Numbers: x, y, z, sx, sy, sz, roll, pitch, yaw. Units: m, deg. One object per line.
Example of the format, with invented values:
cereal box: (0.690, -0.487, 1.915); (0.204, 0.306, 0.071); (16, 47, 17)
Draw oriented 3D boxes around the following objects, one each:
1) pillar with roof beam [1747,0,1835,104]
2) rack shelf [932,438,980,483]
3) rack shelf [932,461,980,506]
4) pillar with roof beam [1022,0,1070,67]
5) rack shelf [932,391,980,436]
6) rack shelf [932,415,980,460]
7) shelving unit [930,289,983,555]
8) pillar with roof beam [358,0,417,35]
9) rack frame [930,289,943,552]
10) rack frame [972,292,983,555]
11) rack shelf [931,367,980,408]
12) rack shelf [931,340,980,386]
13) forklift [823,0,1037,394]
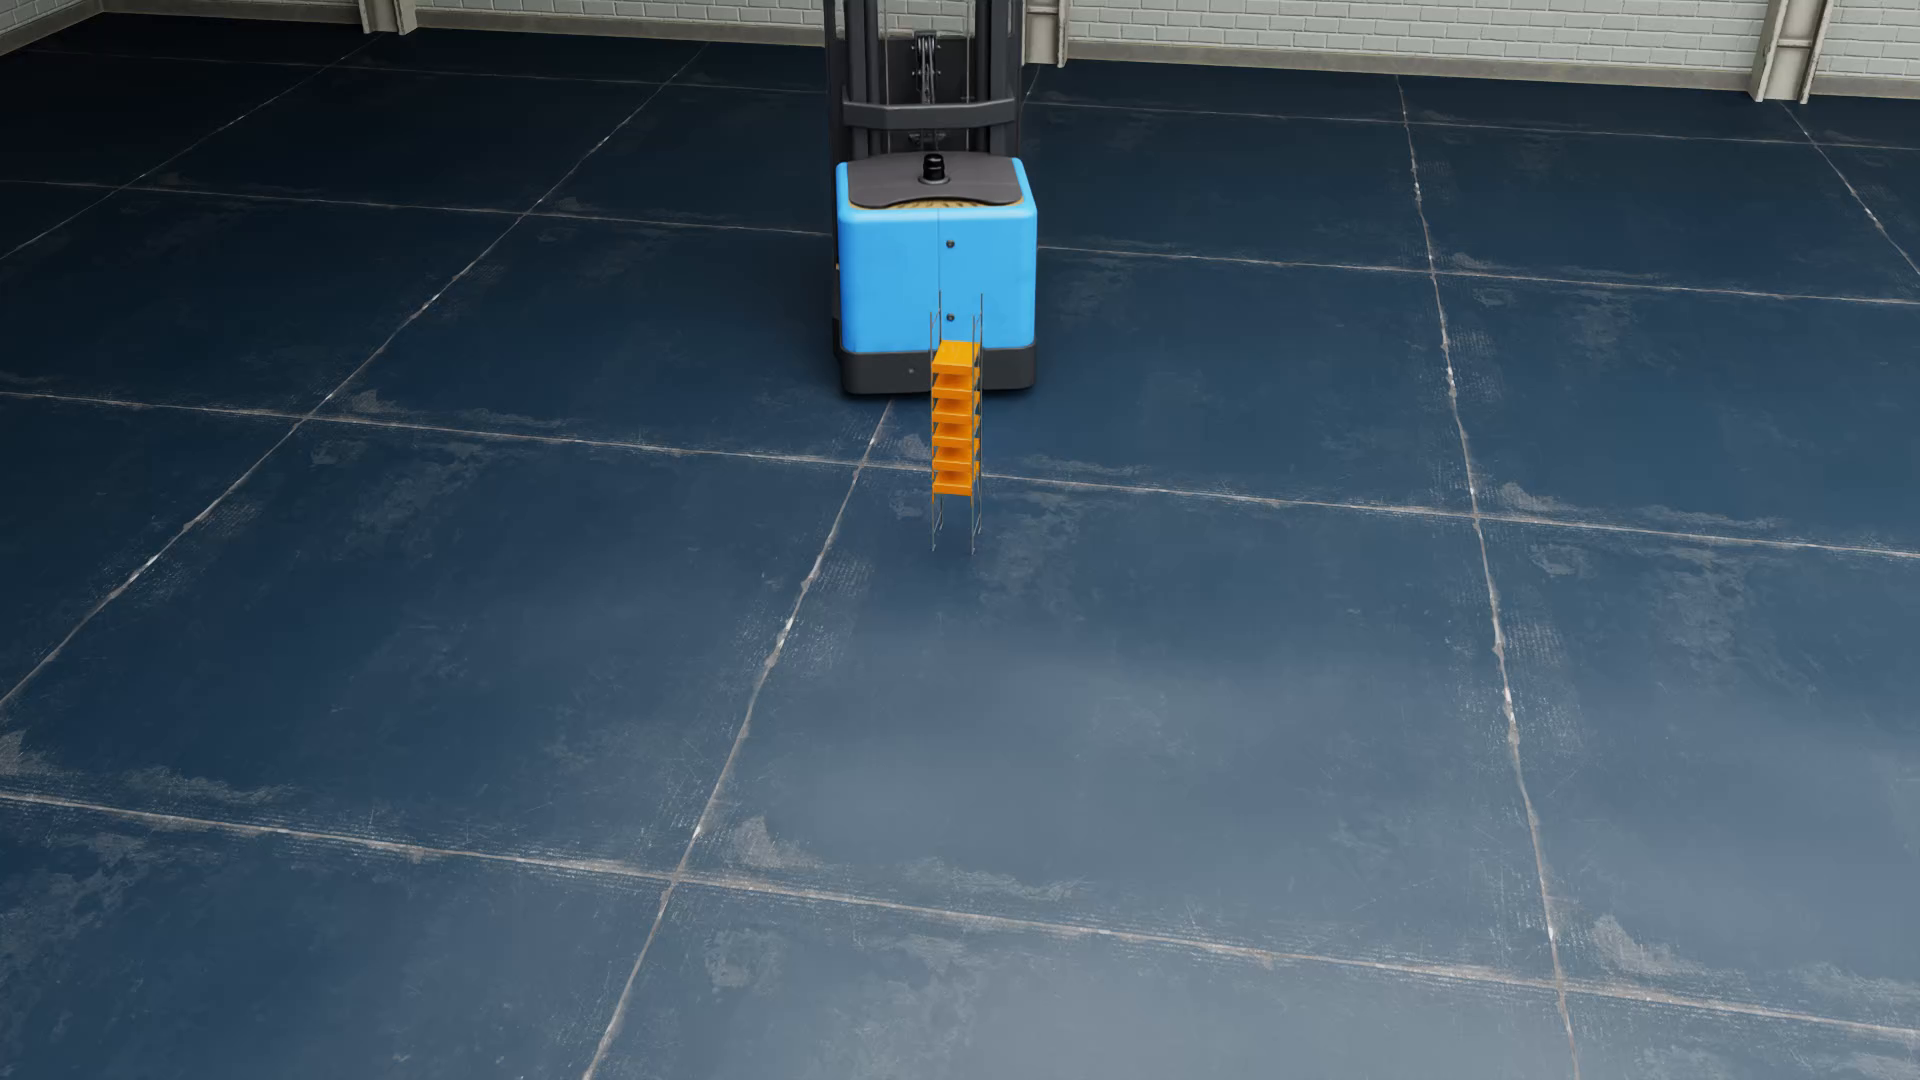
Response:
pillar with roof beam: (5.904, -5.161, 7.514); (0.400, 9.000, 9.100); (5, 32, 8)
rack shelf: (-0.014, -0.370, 7.521); (0.180, 0.103, 0.258); (5, 32, 8)
rack shelf: (-0.014, -0.269, 7.585); (0.180, 0.103, 0.258); (5, 32, 8)
pillar with roof beam: (-0.010, -5.697, 8.370); (0.400, 9.000, 9.100); (5, 32, 8)
rack shelf: (-0.014, -0.574, 7.394); (0.180, 0.103, 0.258); (5, 32, 8)
rack shelf: (-0.014, -0.472, 7.457); (0.180, 0.103, 0.258); (5, 32, 8)
shelving unit: (-0.014, -0.510, 7.434); (0.189, 1.200, 0.258); (5, 32, 8)
pillar with roof beam: (-5.925, -6.232, 9.226); (0.400, 9.000, 9.100); (5, 32, 8)
rack frame: (-0.104, -0.518, 7.447); (0.006, 1.200, 0.240); (5, 32, 8)
rack frame: (0.076, -0.502, 7.421); (0.006, 1.200, 0.240); (5, 32, 8)
rack shelf: (-0.014, -0.676, 7.330); (0.180, 0.103, 0.258); (5, 32, 8)
rack shelf: (-0.014, -0.777, 7.266); (0.180, 0.103, 0.258); (5, 32, 8)
forklift: (-0.220, -2.775, 9.421); (1.130, 2.935, 3.031); (-2, 32, -4)
